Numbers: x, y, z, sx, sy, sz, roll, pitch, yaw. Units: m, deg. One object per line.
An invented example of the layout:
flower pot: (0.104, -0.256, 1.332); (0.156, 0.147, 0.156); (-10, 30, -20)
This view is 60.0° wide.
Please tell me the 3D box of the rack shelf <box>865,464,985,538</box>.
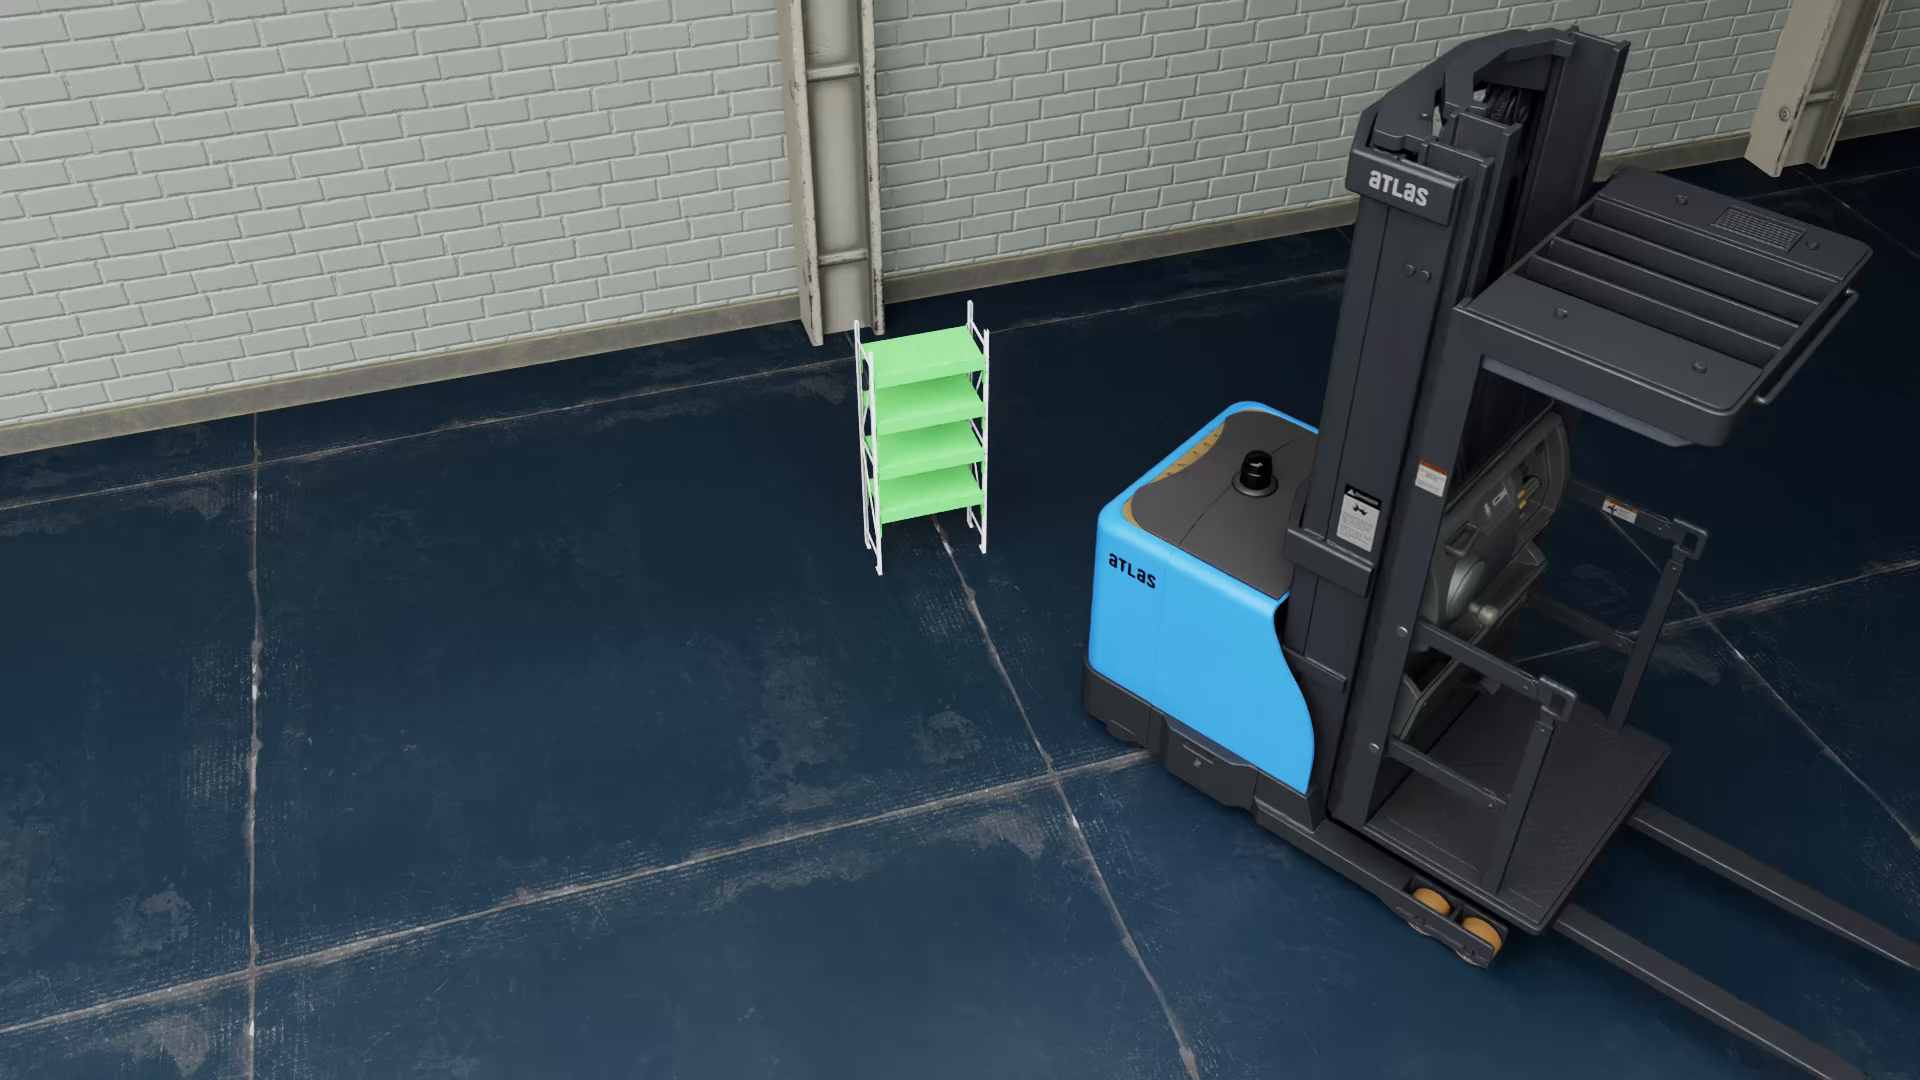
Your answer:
rack shelf: (-0.158, -0.190, 7.367); (0.480, 0.148, 0.258); (-12, 42, -13)

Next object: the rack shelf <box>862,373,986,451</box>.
rack shelf: (-0.158, -0.552, 7.051); (0.480, 0.148, 0.258); (-12, 42, -13)

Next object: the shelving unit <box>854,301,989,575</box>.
shelving unit: (-0.158, -0.419, 7.167); (0.503, 1.200, 0.258); (-12, 42, -13)

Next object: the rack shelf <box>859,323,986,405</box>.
rack shelf: (-0.158, -0.732, 6.894); (0.480, 0.148, 0.258); (-12, 42, -13)

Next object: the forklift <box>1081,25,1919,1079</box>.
forklift: (1.935, 0.001, 5.371); (3.031, 2.935, 1.130); (30, 49, 30)

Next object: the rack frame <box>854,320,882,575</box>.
rack frame: (-0.391, -0.371, 7.112); (0.015, 1.200, 0.240); (-12, 42, -13)

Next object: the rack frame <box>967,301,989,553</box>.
rack frame: (0.075, -0.467, 7.223); (0.015, 1.200, 0.240); (-12, 42, -13)

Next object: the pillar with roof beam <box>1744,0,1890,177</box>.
pillar with roof beam: (6.385, -3.031, 4.229); (0.400, 9.000, 9.100); (-12, 42, -13)

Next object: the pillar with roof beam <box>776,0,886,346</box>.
pillar with roof beam: (0.662, -1.845, 2.872); (0.400, 9.000, 9.100); (-12, 42, -13)

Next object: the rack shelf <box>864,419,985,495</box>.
rack shelf: (-0.158, -0.371, 7.209); (0.480, 0.148, 0.258); (-12, 42, -13)
